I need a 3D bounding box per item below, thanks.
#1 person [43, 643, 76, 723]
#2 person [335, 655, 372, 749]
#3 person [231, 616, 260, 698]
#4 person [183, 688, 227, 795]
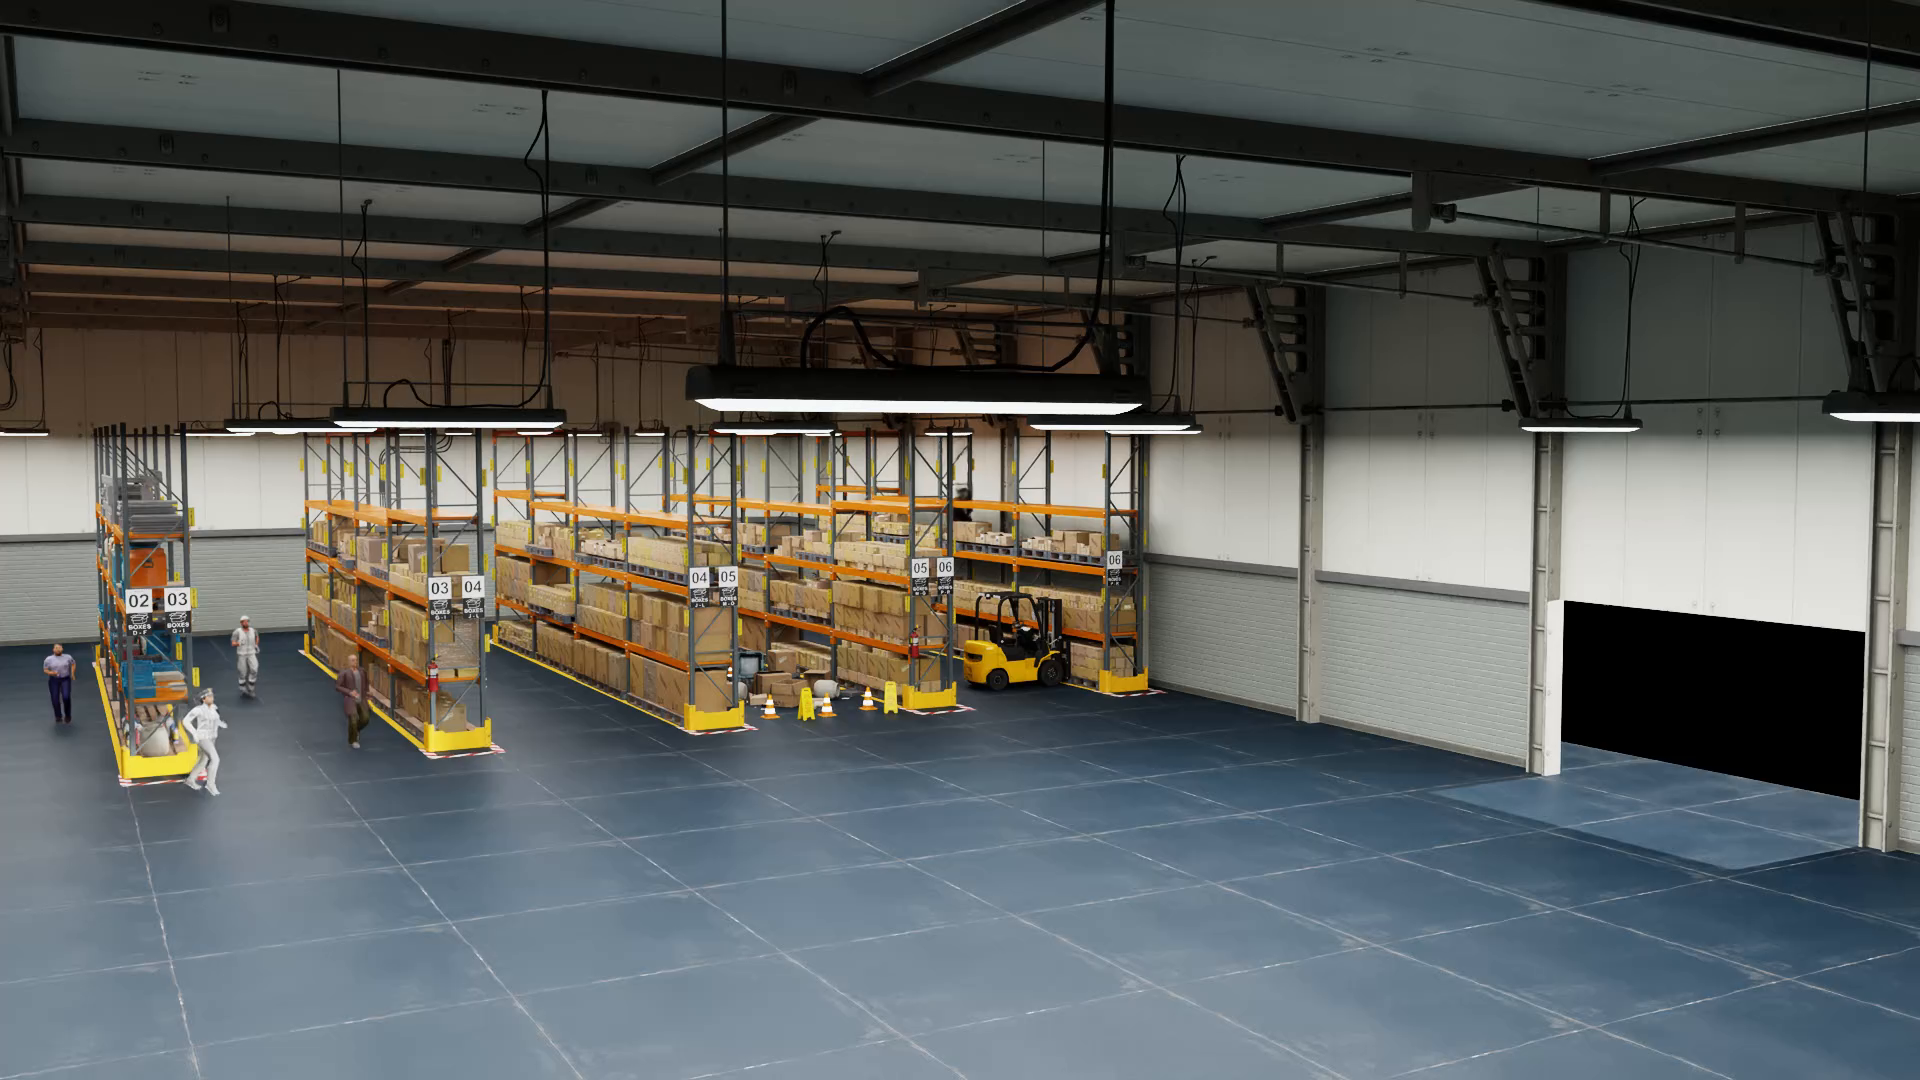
[{"bbox_3d":[-18.074,2.881,33.403,0.579,1.629,0.643,-2,4,-28],"label":"person"},{"bbox_3d":[-11.208,2.992,30.823,0.631,1.737,0.699,3,5,43],"label":"person"},{"bbox_3d":[-15.844,2.592,36.943,0.632,1.824,0.705,-2,4,-36],"label":"person"},{"bbox_3d":[-12.217,3.256,26.906,0.746,1.755,0.596,1,4,11],"label":"person"}]
